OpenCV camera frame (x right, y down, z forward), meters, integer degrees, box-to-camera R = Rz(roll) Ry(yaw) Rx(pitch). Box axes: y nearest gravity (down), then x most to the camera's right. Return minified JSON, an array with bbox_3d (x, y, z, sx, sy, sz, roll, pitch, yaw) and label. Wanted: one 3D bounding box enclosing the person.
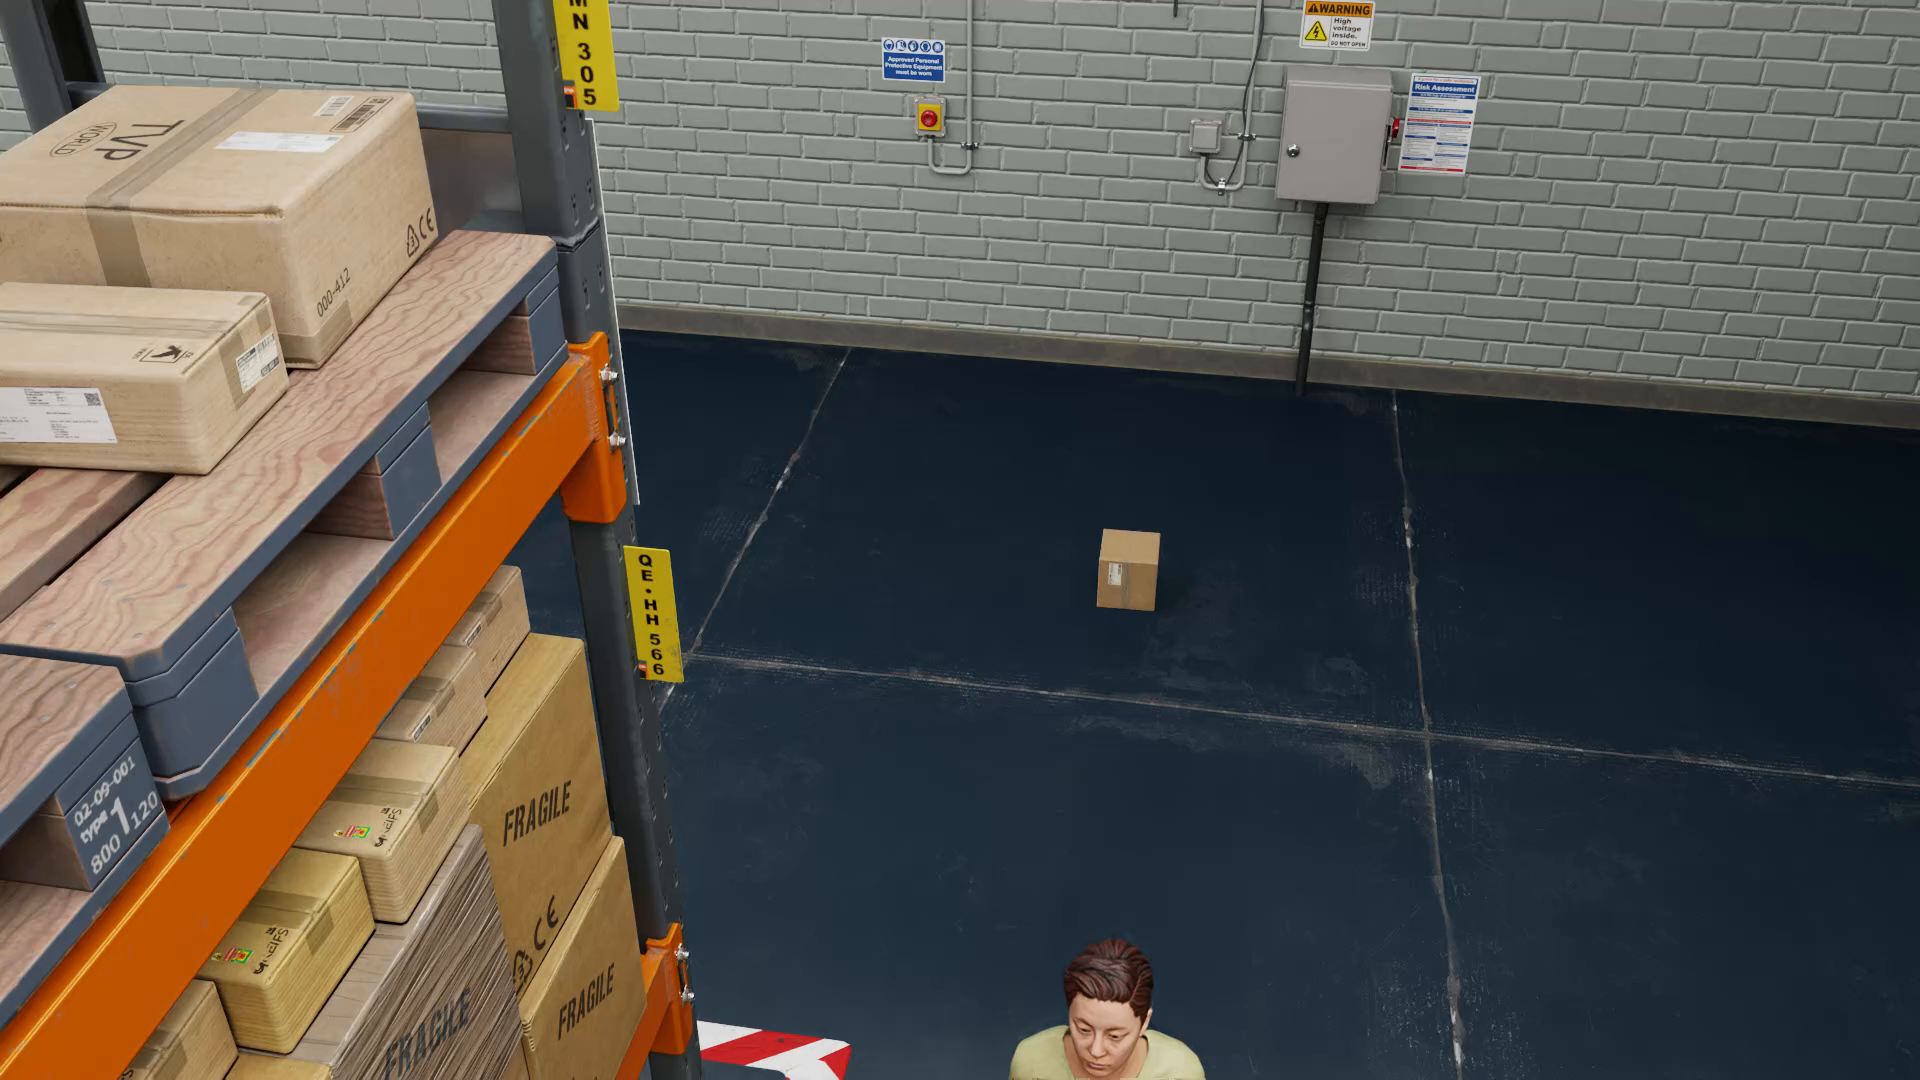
[{"bbox_3d":[0.312,1.515,3.736,0.446,1.645,0.783,2,33,3],"label":"person"}]
